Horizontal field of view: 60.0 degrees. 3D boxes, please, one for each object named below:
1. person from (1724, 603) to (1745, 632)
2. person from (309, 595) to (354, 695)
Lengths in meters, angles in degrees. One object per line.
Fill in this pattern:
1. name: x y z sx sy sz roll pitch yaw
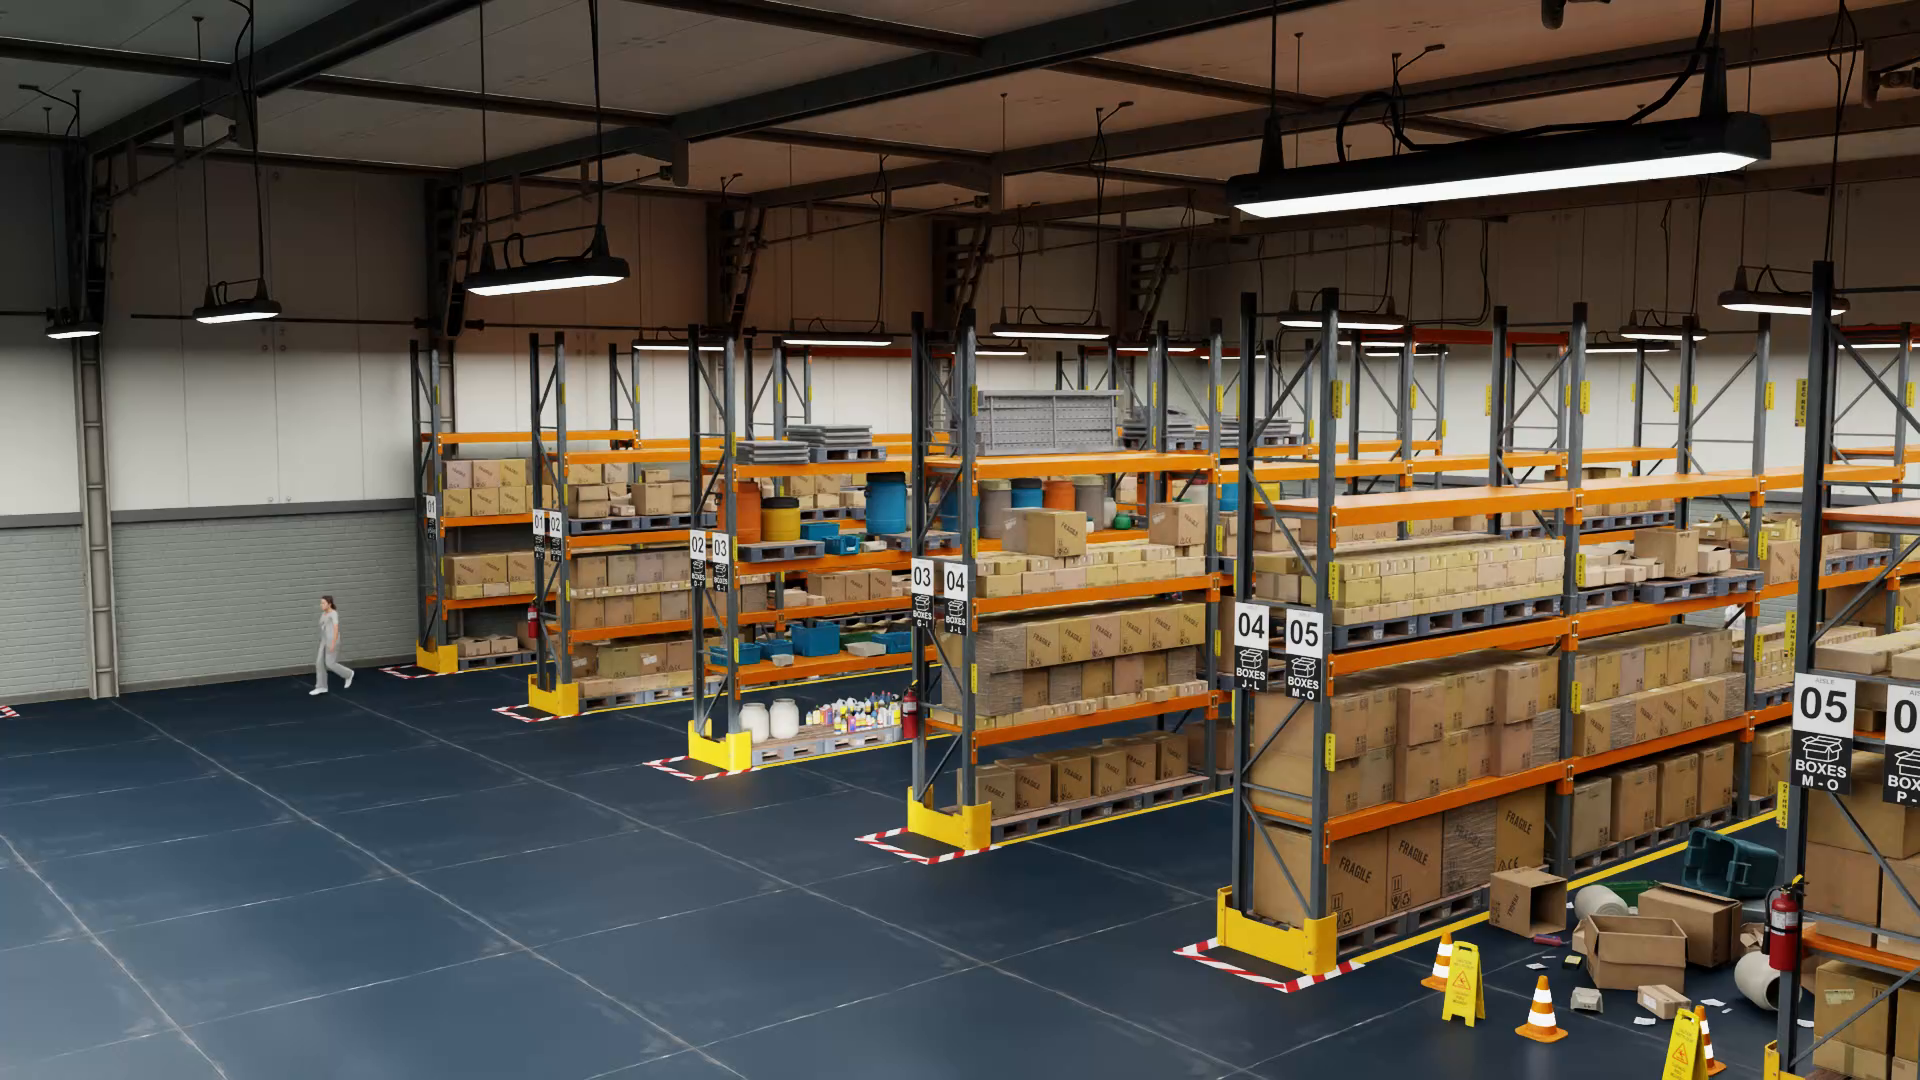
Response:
1. person: 13.509 1.677 28.847 0.491 1.638 0.841 0 5 4
2. person: -10.591 1.754 28.006 0.535 1.673 0.727 5 7 40
